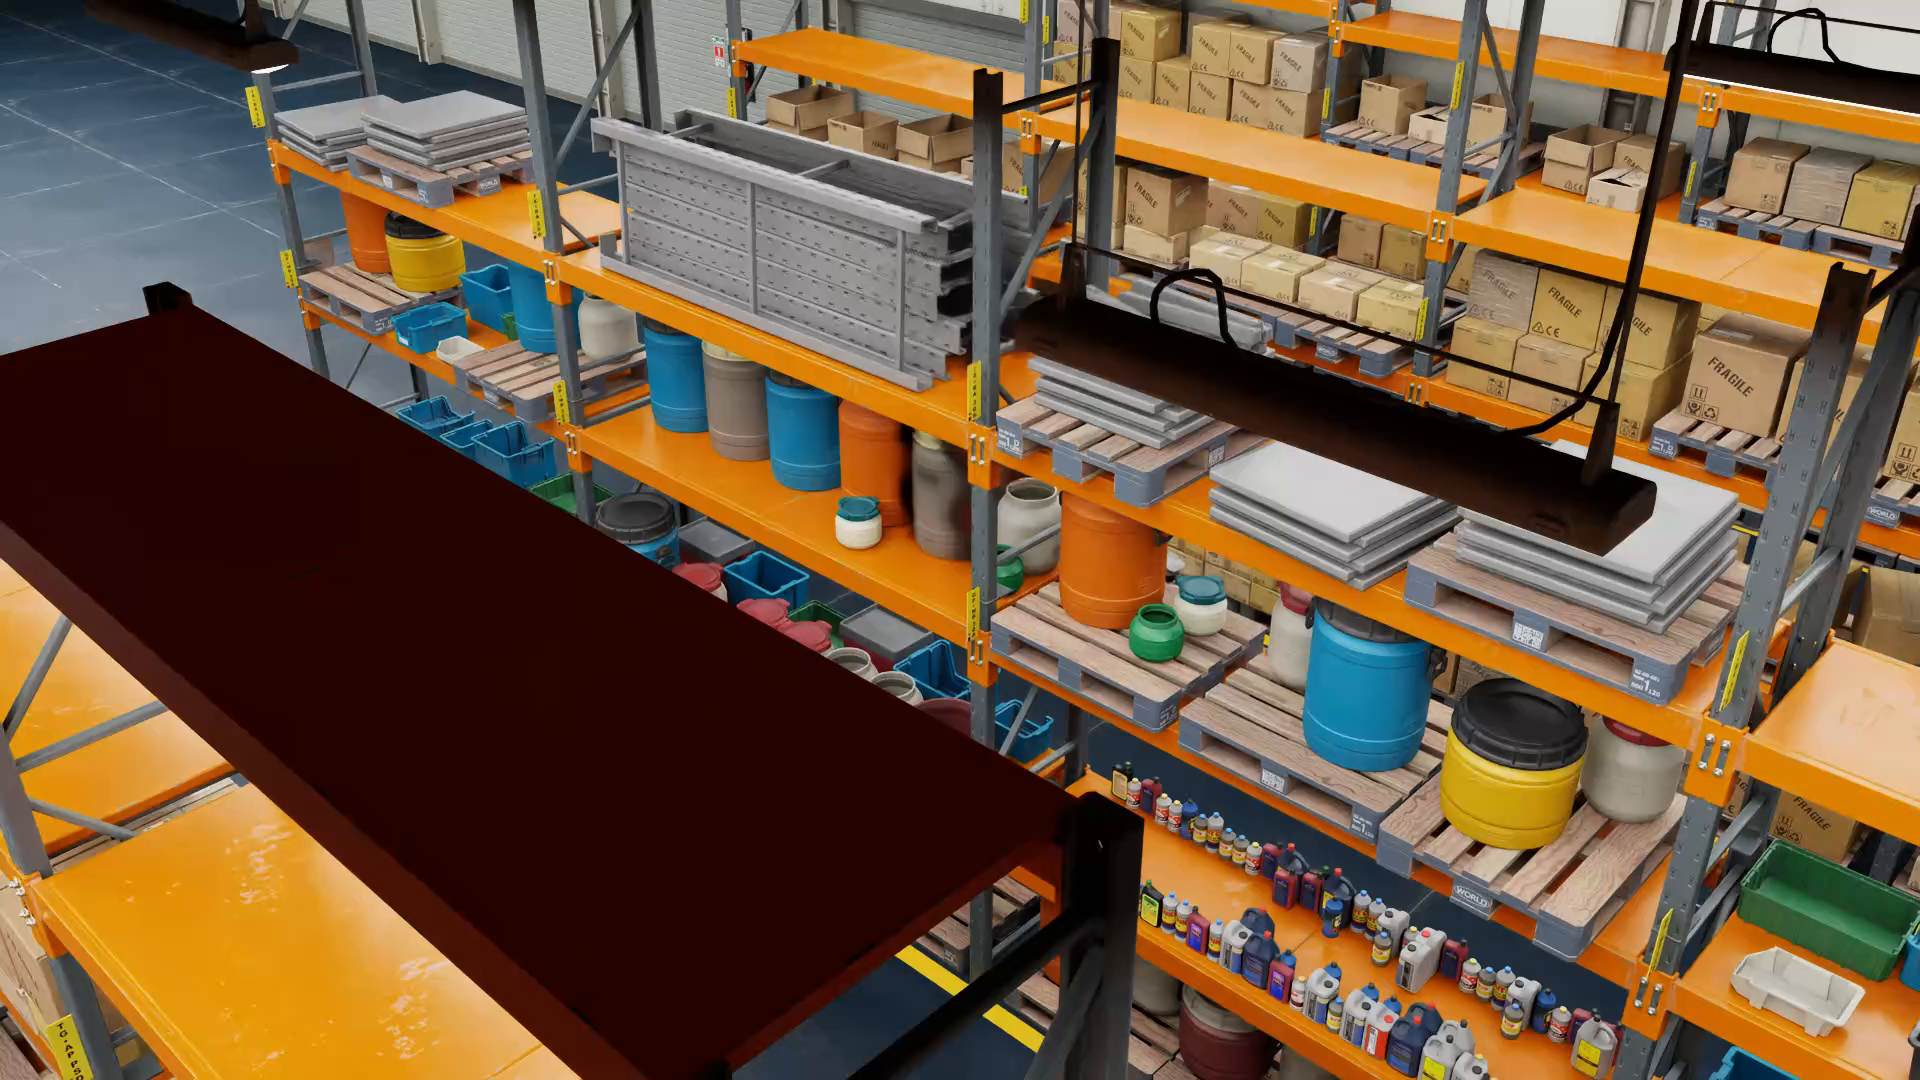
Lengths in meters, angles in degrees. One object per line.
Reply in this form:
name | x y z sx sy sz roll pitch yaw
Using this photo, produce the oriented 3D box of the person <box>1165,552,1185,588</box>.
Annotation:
person | 1.832 0.886 13.064 0.778 1.620 0.590 6 30 10
